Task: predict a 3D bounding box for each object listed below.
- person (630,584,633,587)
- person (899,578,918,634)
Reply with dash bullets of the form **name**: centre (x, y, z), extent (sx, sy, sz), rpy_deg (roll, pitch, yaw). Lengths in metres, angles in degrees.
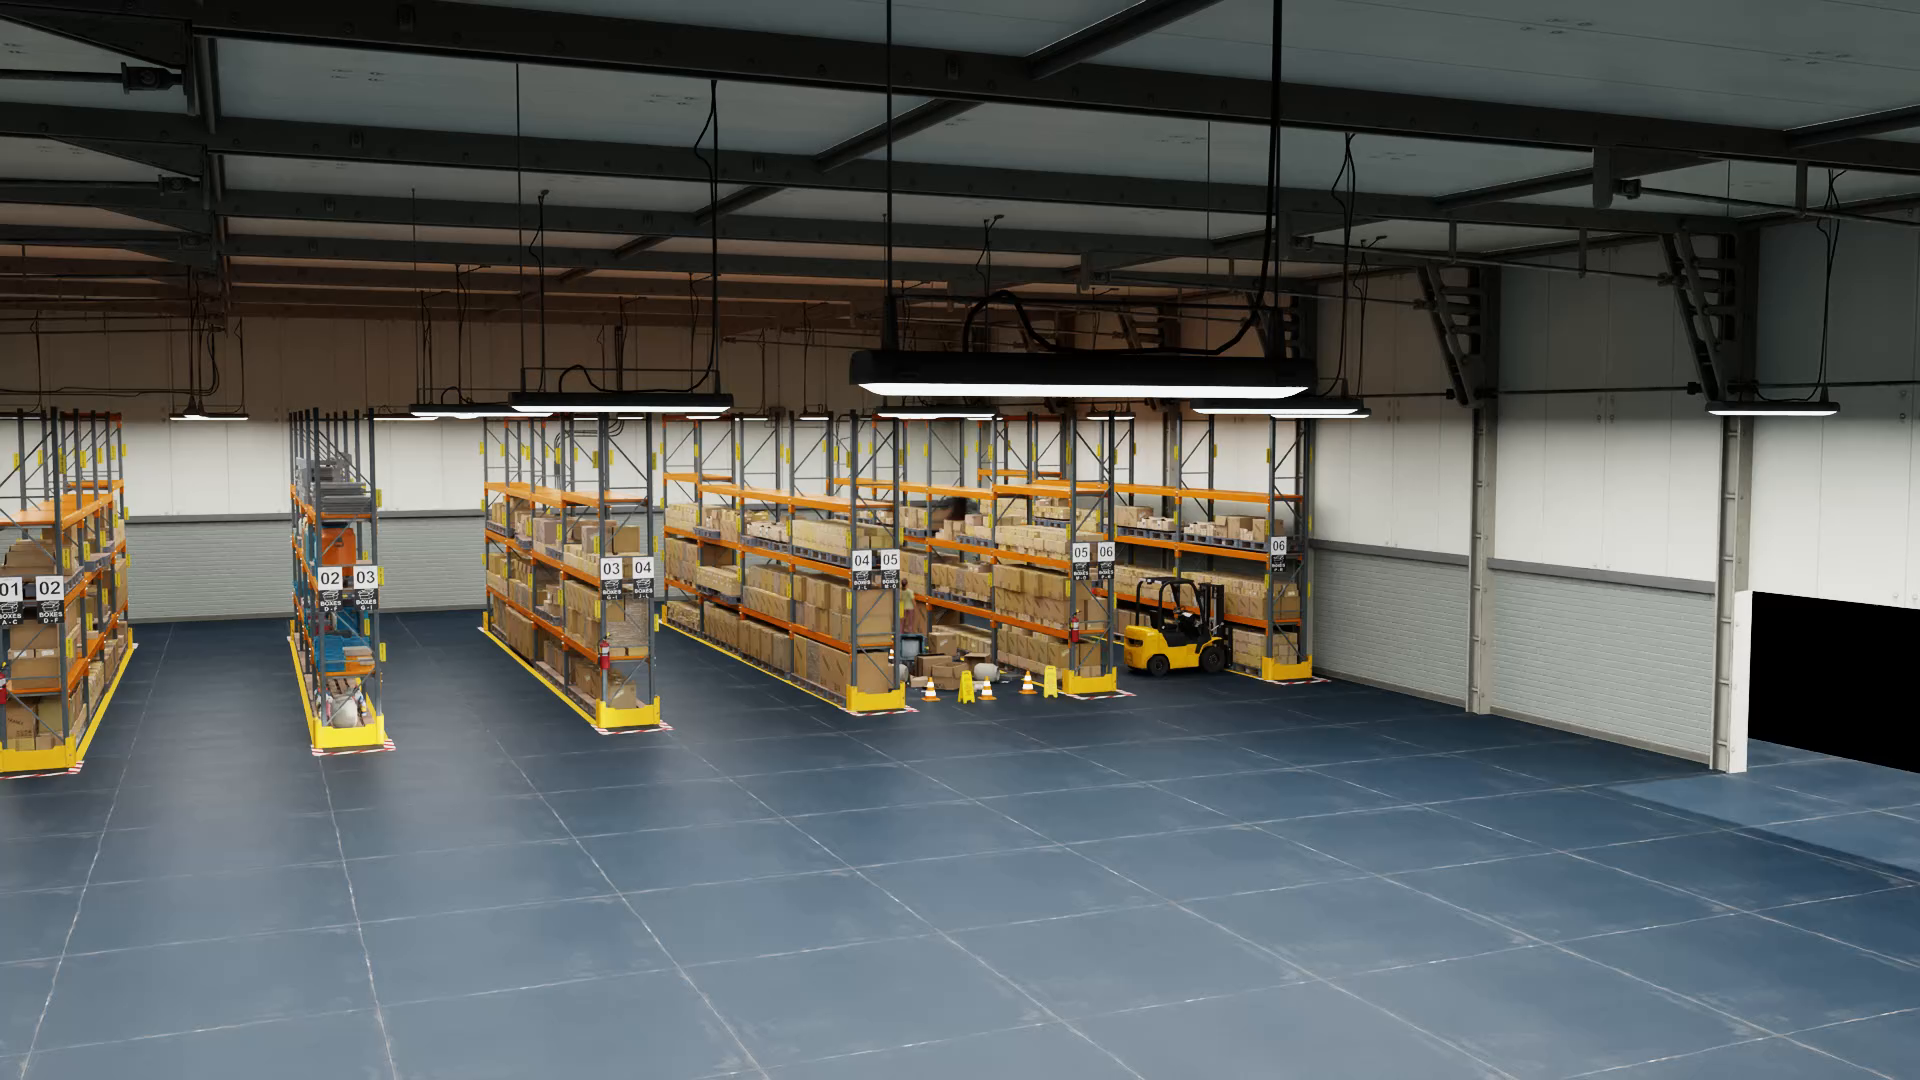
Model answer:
- **person**: centre (-8.946, 1.734, 45.964), extent (0.469, 1.542, 0.961), rpy_deg (-2, 4, -22)
- **person**: centre (-1.276, 1.741, 40.873), extent (0.512, 1.647, 0.505), rpy_deg (1, 4, 10)
